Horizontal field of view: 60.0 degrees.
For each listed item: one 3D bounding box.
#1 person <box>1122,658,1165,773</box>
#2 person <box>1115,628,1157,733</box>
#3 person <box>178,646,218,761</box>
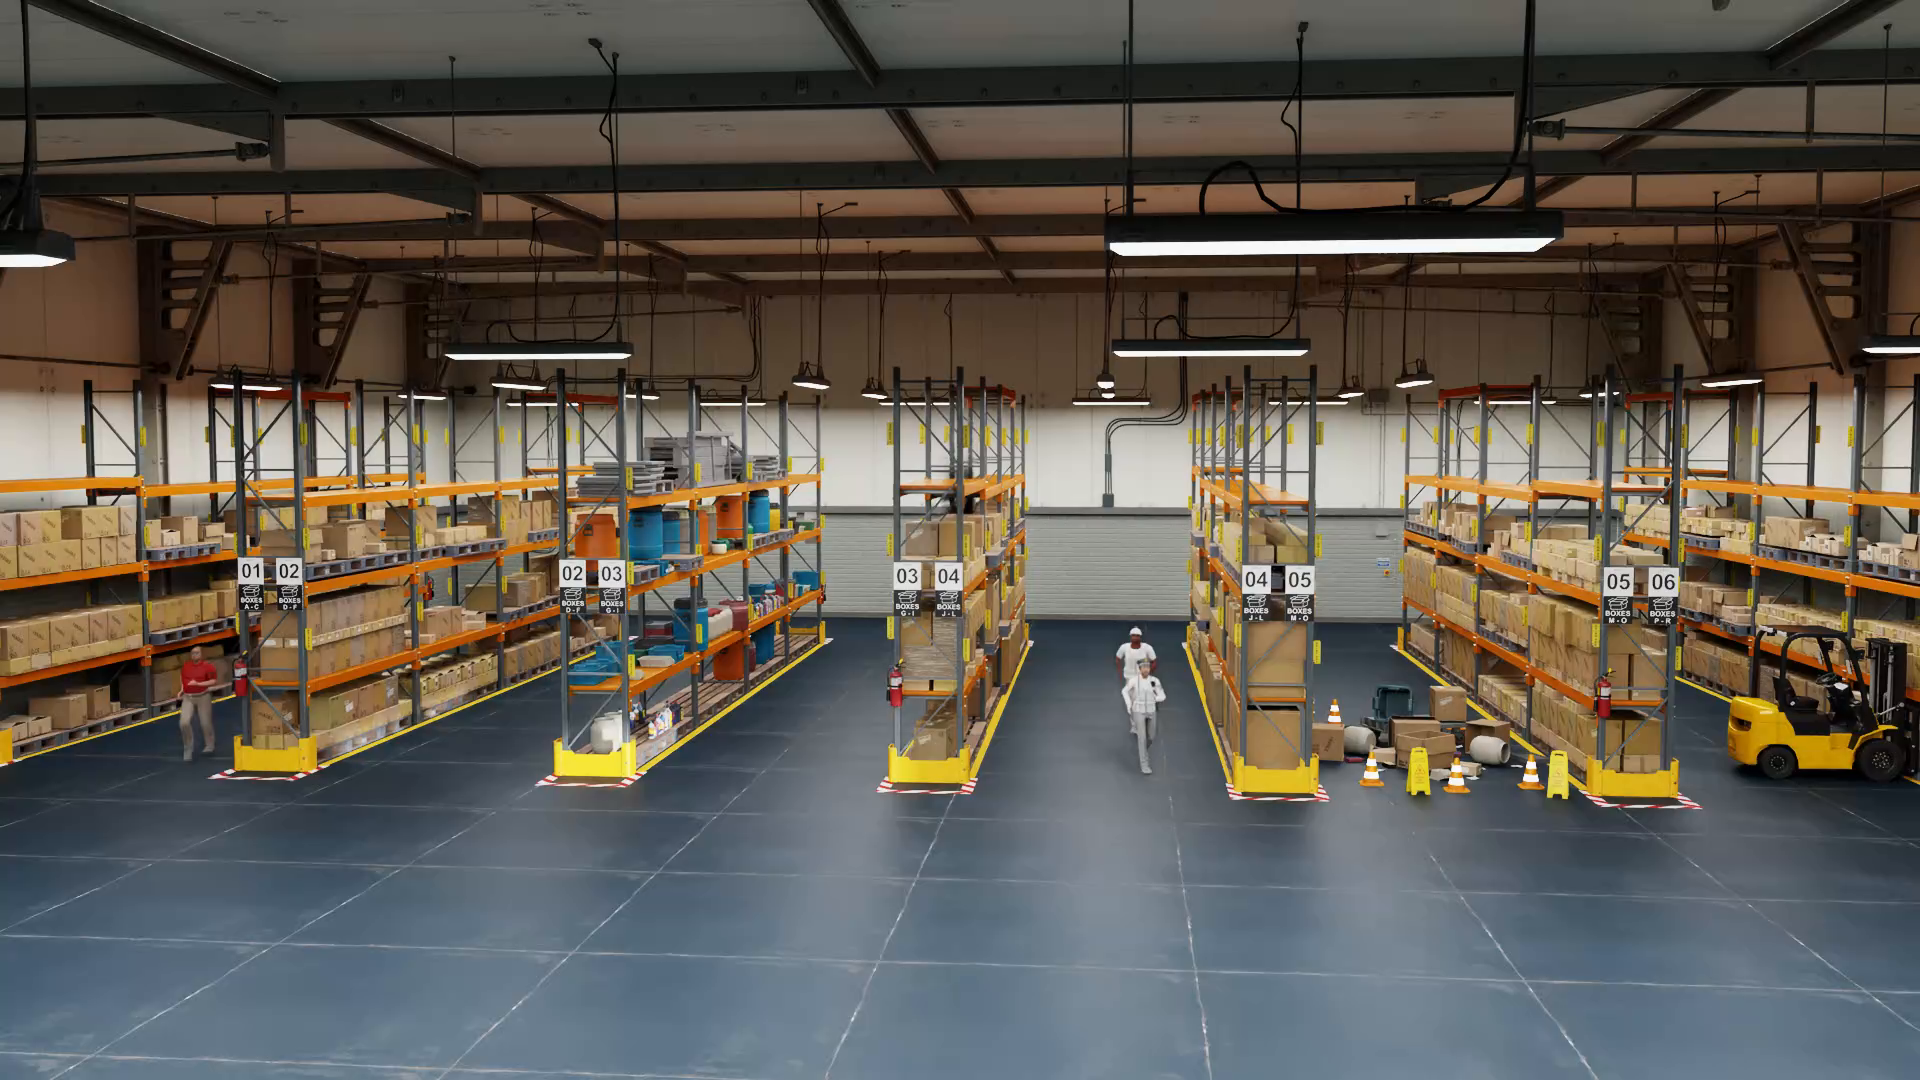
[{"bbox_3d":[2.770,2.593,24.921,0.618,1.672,0.881,0,4,-6],"label":"person"},{"bbox_3d":[3.013,2.369,28.448,0.711,1.765,0.872,0,4,4],"label":"person"},{"bbox_3d":[-11.880,2.545,25.897,0.631,1.798,0.768,0,4,-6],"label":"person"}]
